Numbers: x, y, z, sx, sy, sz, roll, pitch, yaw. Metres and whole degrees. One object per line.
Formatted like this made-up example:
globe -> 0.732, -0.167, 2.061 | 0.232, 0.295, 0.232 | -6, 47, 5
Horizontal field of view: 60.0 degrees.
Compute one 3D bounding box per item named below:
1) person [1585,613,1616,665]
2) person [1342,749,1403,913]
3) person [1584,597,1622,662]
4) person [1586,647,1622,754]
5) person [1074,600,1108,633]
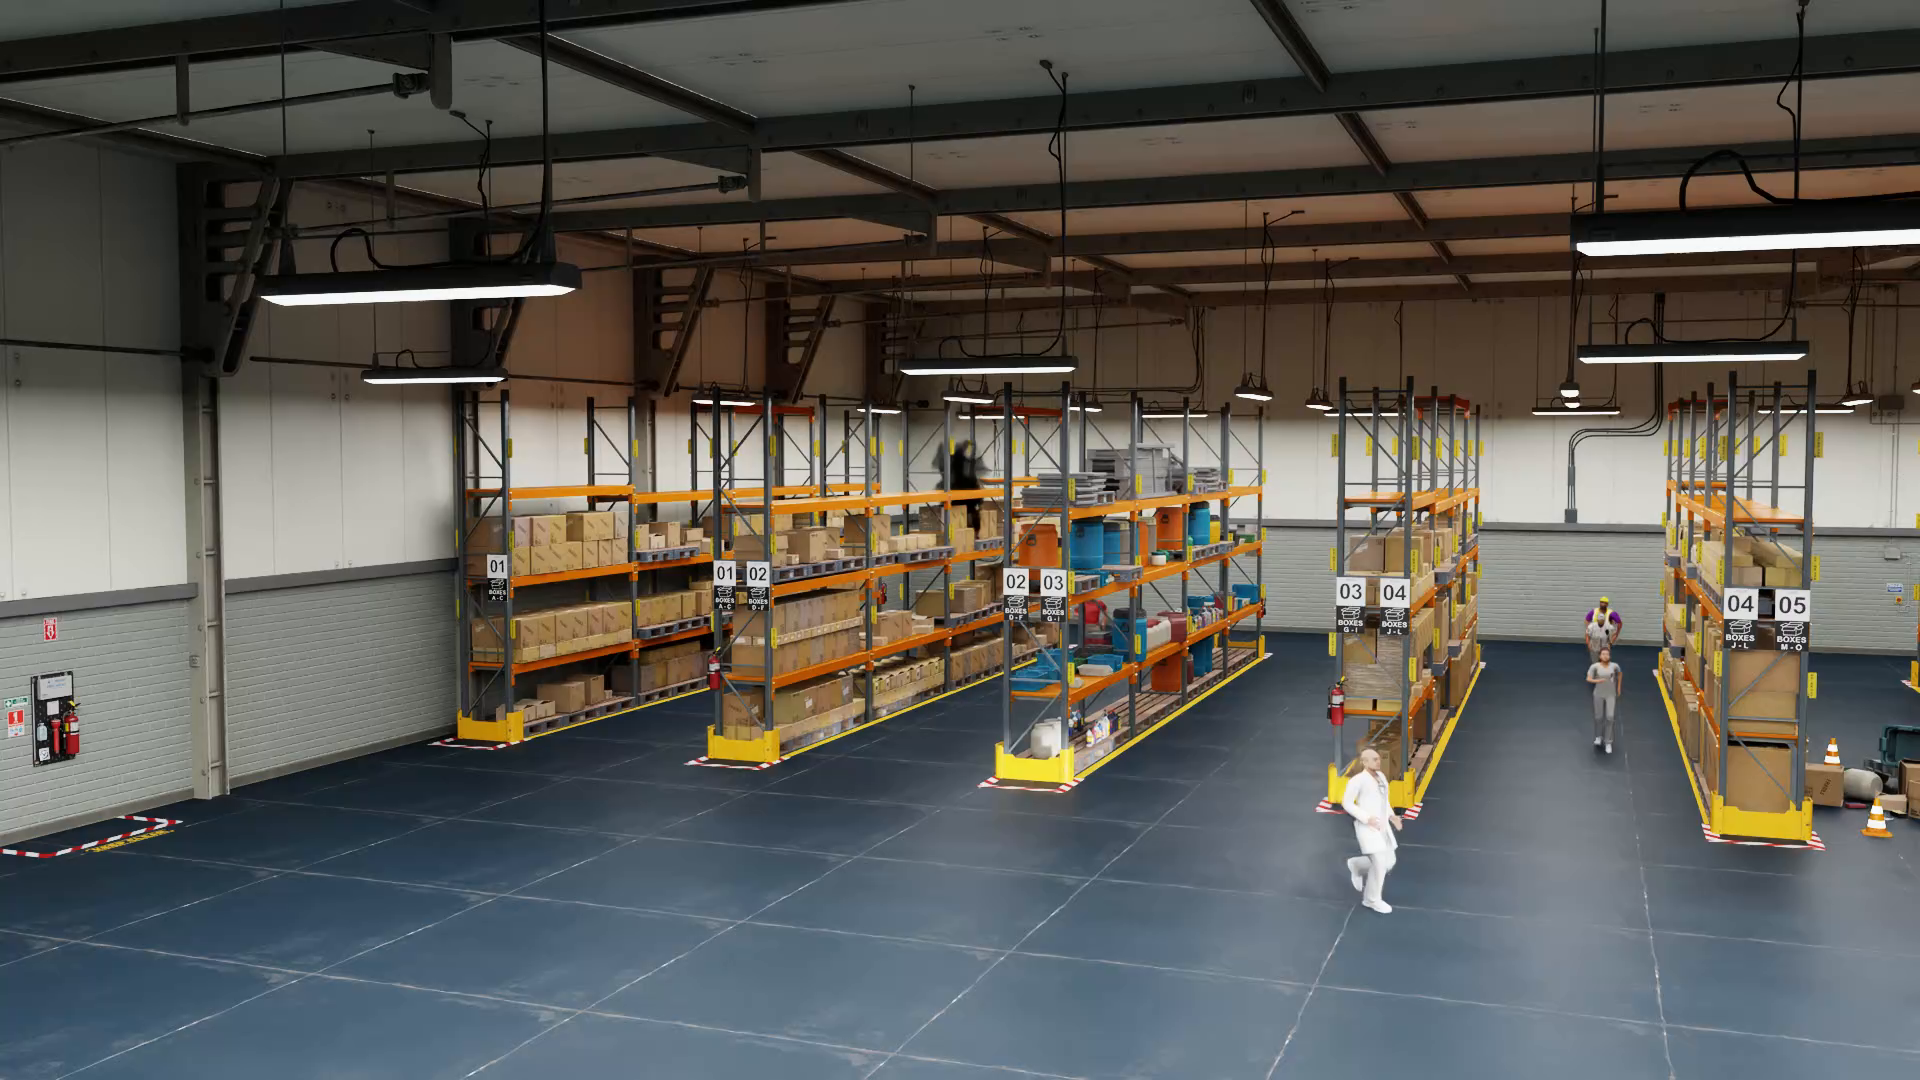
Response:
person -> 13.399, 2.318, 34.797 | 0.605, 1.619, 0.879 | 1, 3, 15
person -> 4.442, 3.145, 18.136 | 0.712, 1.739, 0.652 | -3, 4, -39
person -> 14.125, 2.119, 36.672 | 0.776, 1.754, 0.605 | 3, 4, 44
person -> 10.697, 2.632, 27.628 | 0.566, 1.721, 0.831 | 1, 3, 18
person -> 2.725, 1.924, 34.895 | 0.664, 1.805, 0.801 | 1, 3, 18
